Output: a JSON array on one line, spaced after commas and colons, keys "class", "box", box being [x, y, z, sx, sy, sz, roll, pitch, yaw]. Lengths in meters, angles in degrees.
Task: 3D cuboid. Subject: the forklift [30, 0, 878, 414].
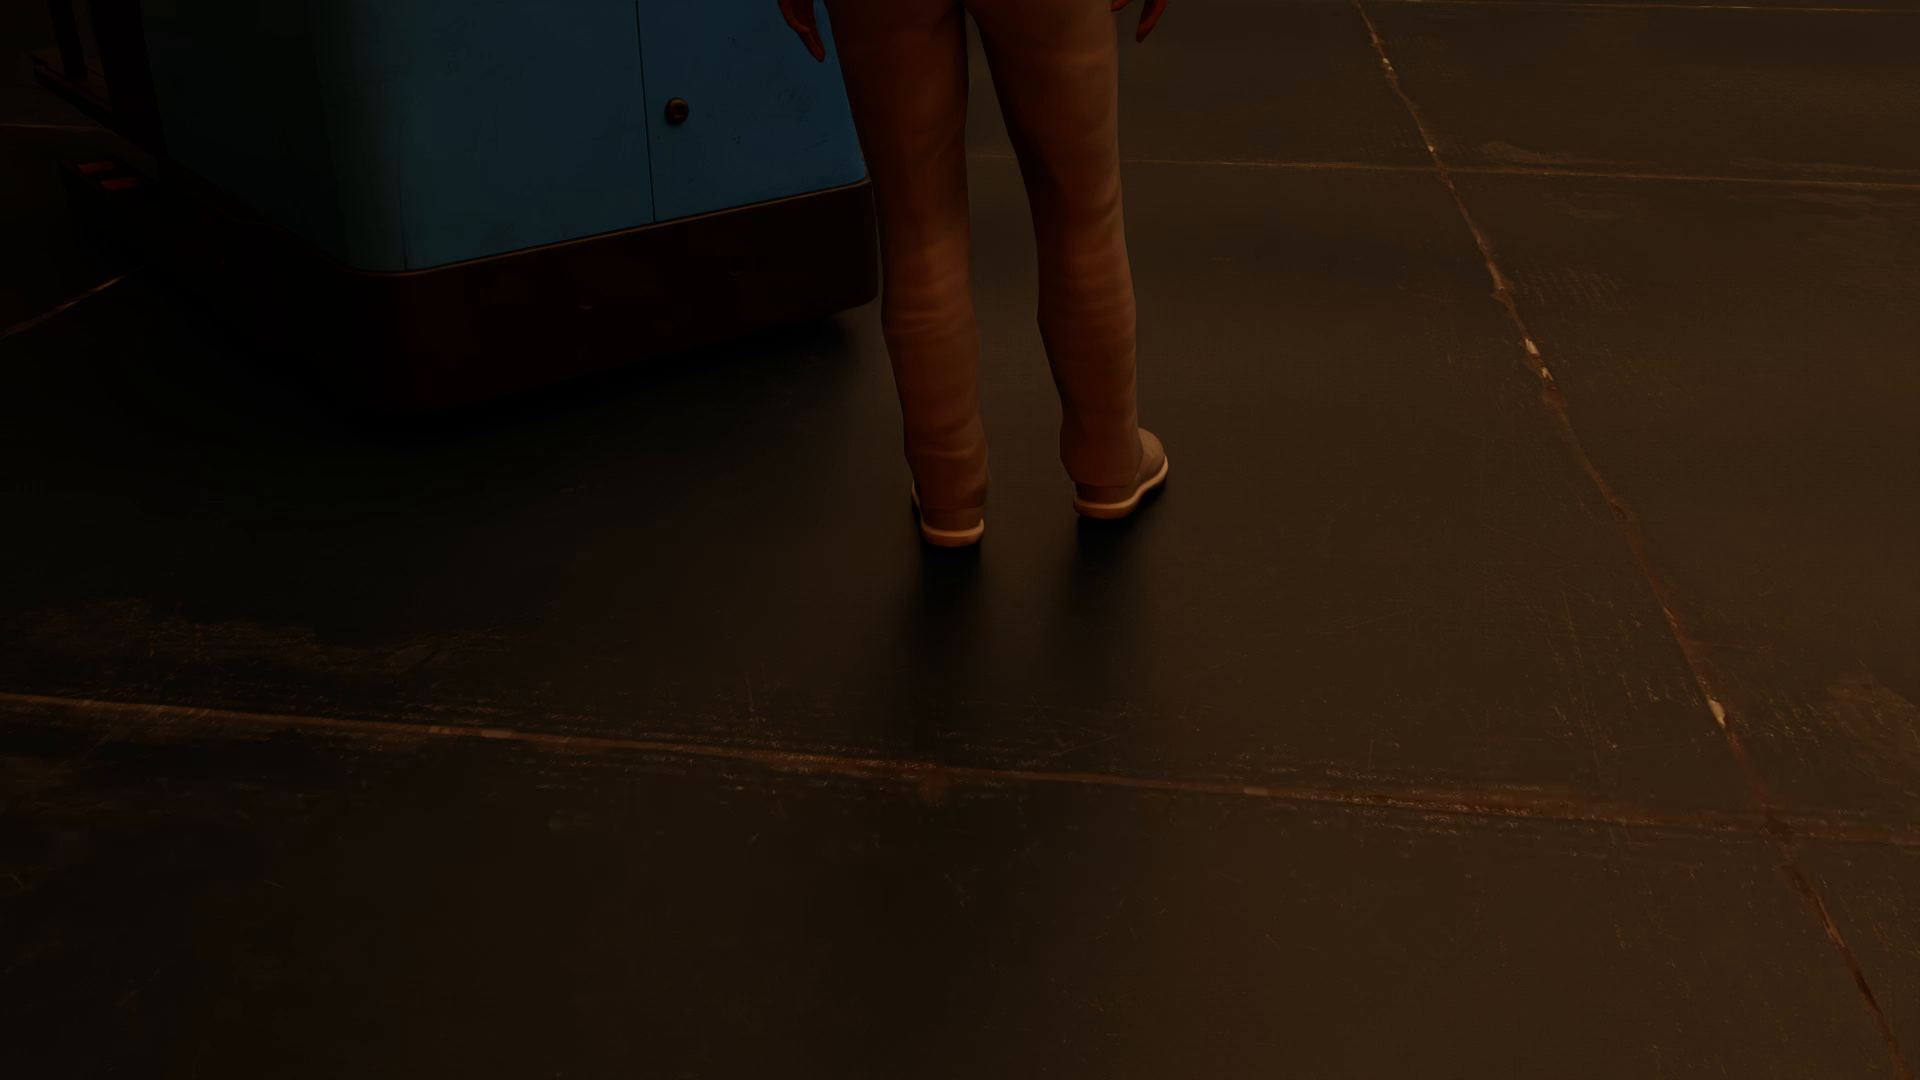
[{"class": "forklift", "box": [-1.486, -2.106, 3.439, 1.130, 2.935, 3.031, -20, 33, -35]}]

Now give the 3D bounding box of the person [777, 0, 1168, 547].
[{"class": "person", "box": [0.029, -0.797, 2.183, 0.570, 1.697, 0.528, 3, 27, 7]}]
